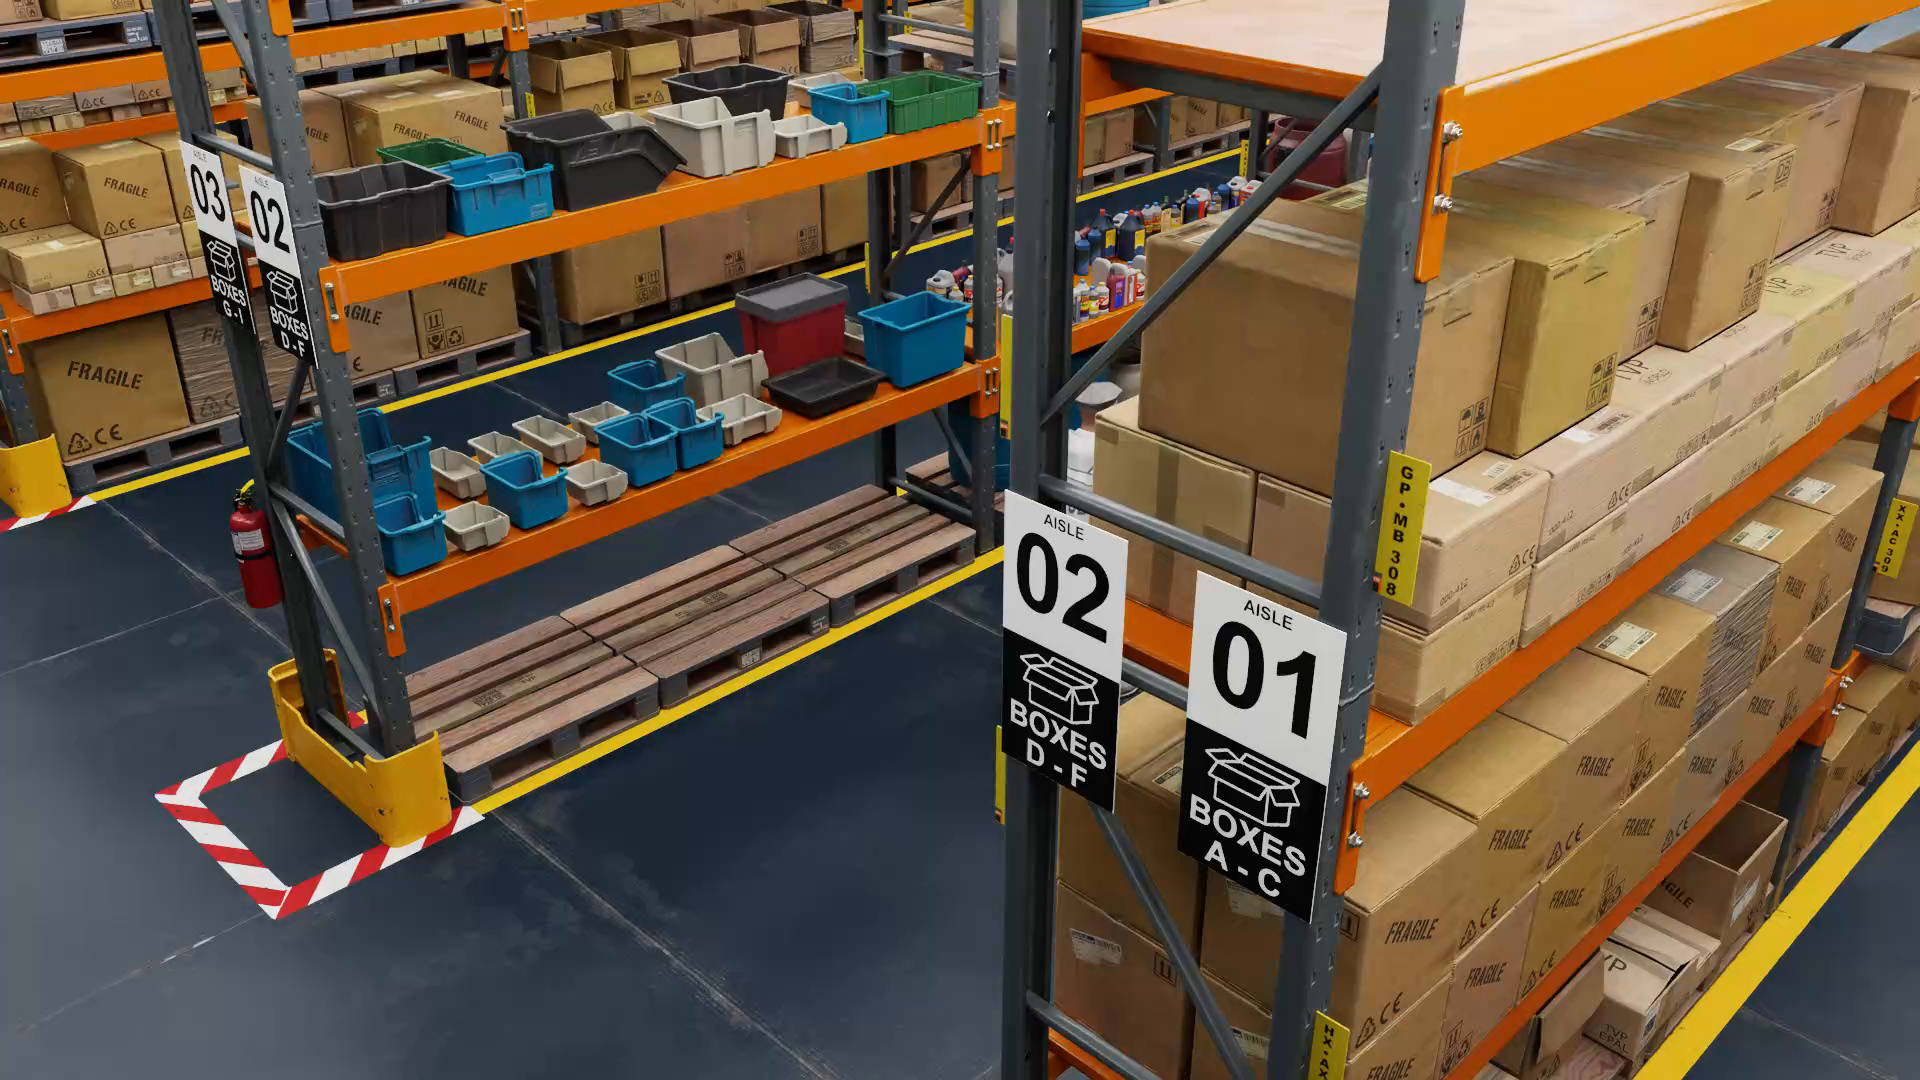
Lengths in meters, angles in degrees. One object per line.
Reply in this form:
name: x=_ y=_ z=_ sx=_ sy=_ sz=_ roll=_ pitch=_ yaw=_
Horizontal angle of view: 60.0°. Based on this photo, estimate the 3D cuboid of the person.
person: x=0.665 y=0.030 z=8.850 sx=0.585 sy=1.747 sz=0.439 roll=24 pitch=36 yaw=38
